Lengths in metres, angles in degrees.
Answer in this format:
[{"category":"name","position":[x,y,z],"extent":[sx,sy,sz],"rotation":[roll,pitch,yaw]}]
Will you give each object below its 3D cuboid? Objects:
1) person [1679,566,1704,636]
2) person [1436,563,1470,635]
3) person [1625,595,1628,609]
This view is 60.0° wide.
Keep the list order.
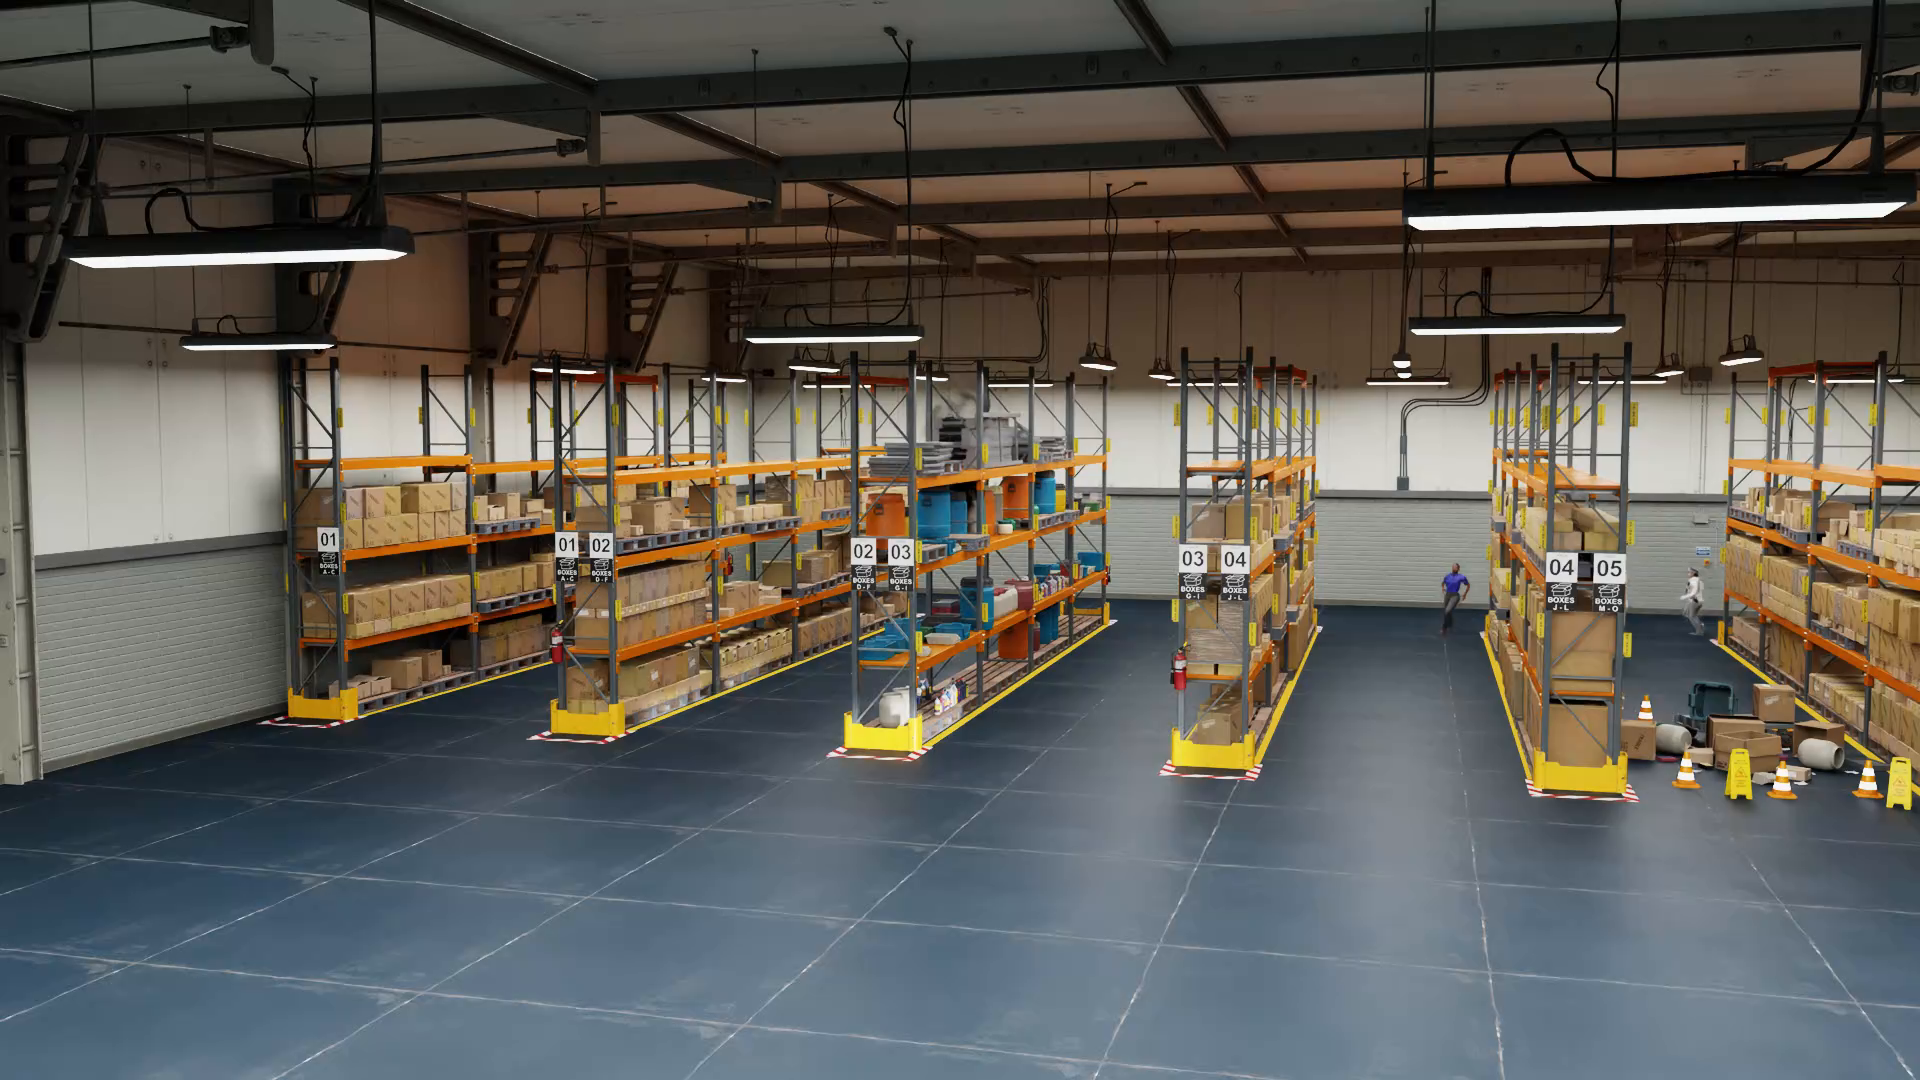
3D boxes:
[{"category":"person","position":[16.791,1.403,38.149],"extent":[0.566,1.612,0.635],"rotation":[2,4,20]},{"category":"person","position":[11.390,1.369,38.508],"extent":[0.838,1.656,0.643],"rotation":[-4,6,-41]},{"category":"person","position":[13.597,1.667,34.488],"extent":[0.516,1.636,0.685],"rotation":[0,4,5]}]
